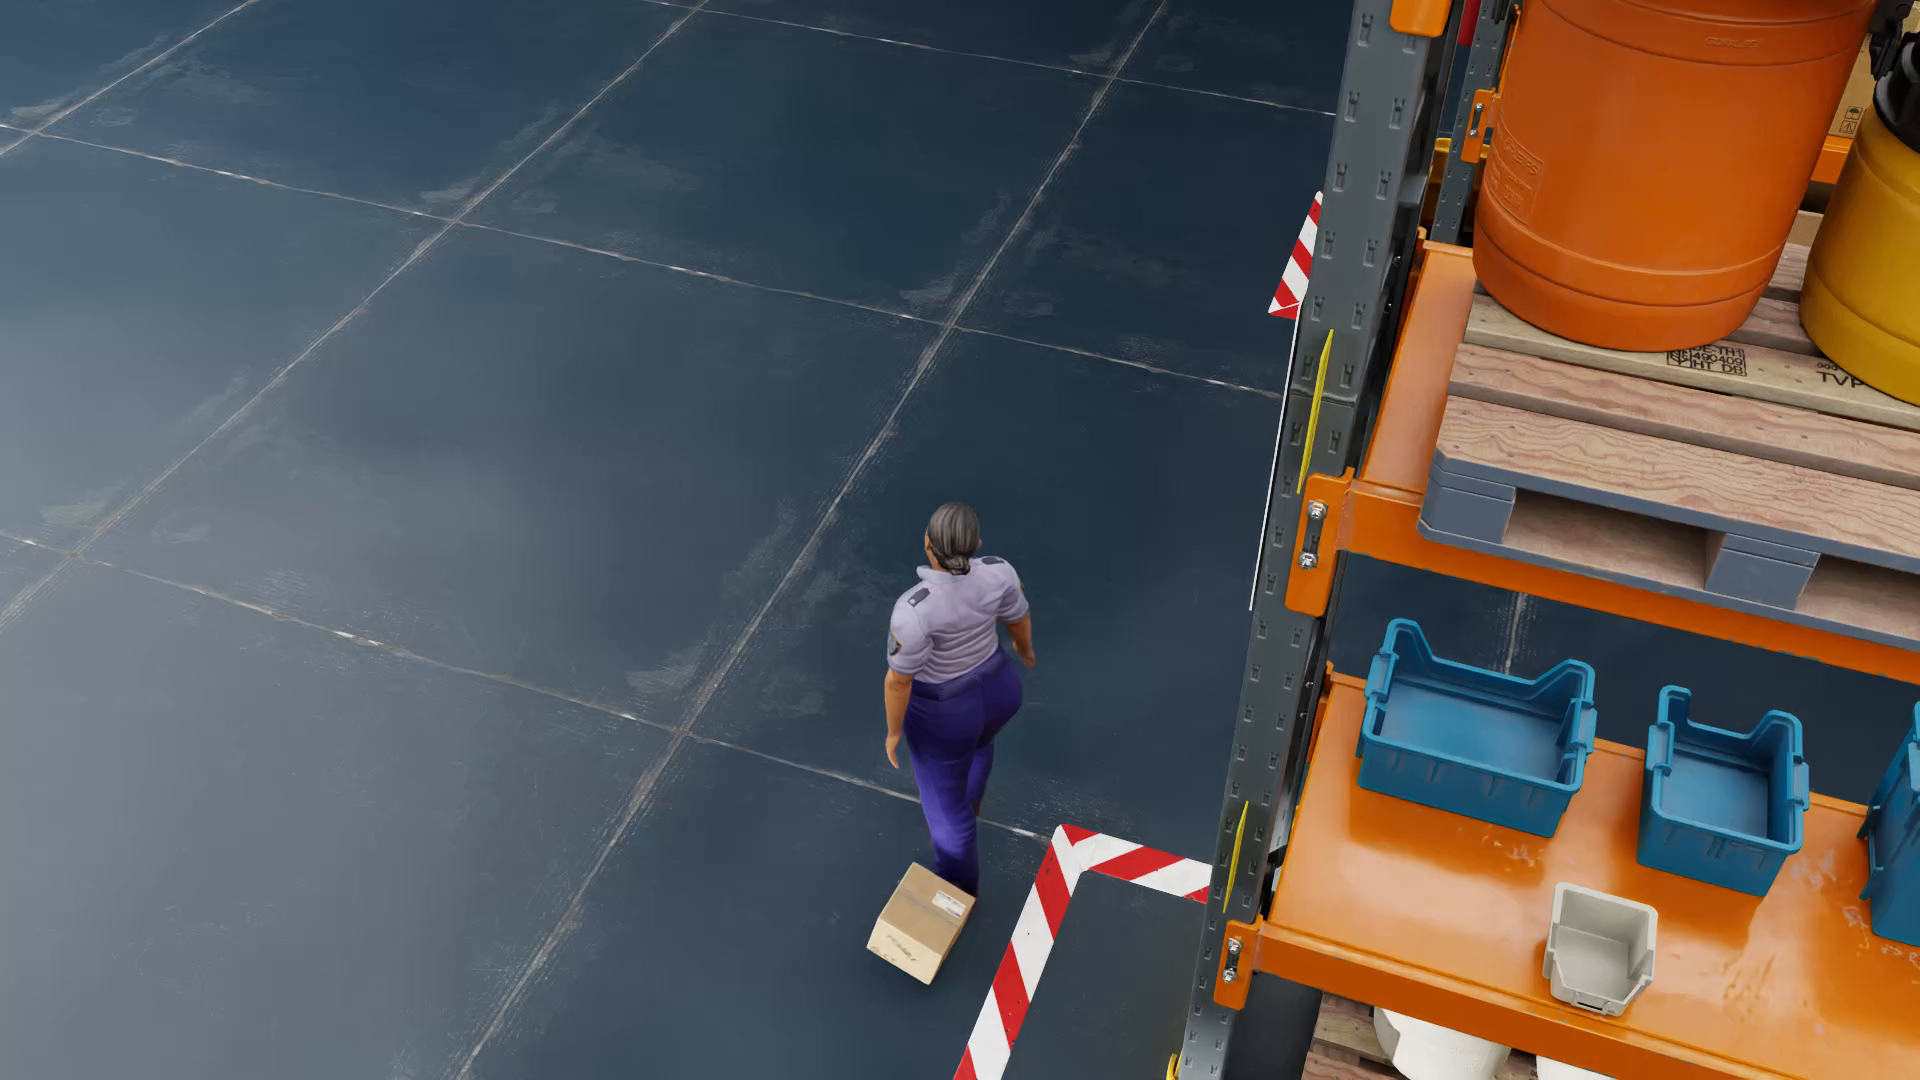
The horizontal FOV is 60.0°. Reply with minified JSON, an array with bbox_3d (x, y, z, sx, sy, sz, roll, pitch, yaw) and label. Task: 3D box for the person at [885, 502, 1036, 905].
[{"bbox_3d":[-0.026,0.479,5.607,0.658,1.640,0.598,-29,49,-29],"label":"person"}]
